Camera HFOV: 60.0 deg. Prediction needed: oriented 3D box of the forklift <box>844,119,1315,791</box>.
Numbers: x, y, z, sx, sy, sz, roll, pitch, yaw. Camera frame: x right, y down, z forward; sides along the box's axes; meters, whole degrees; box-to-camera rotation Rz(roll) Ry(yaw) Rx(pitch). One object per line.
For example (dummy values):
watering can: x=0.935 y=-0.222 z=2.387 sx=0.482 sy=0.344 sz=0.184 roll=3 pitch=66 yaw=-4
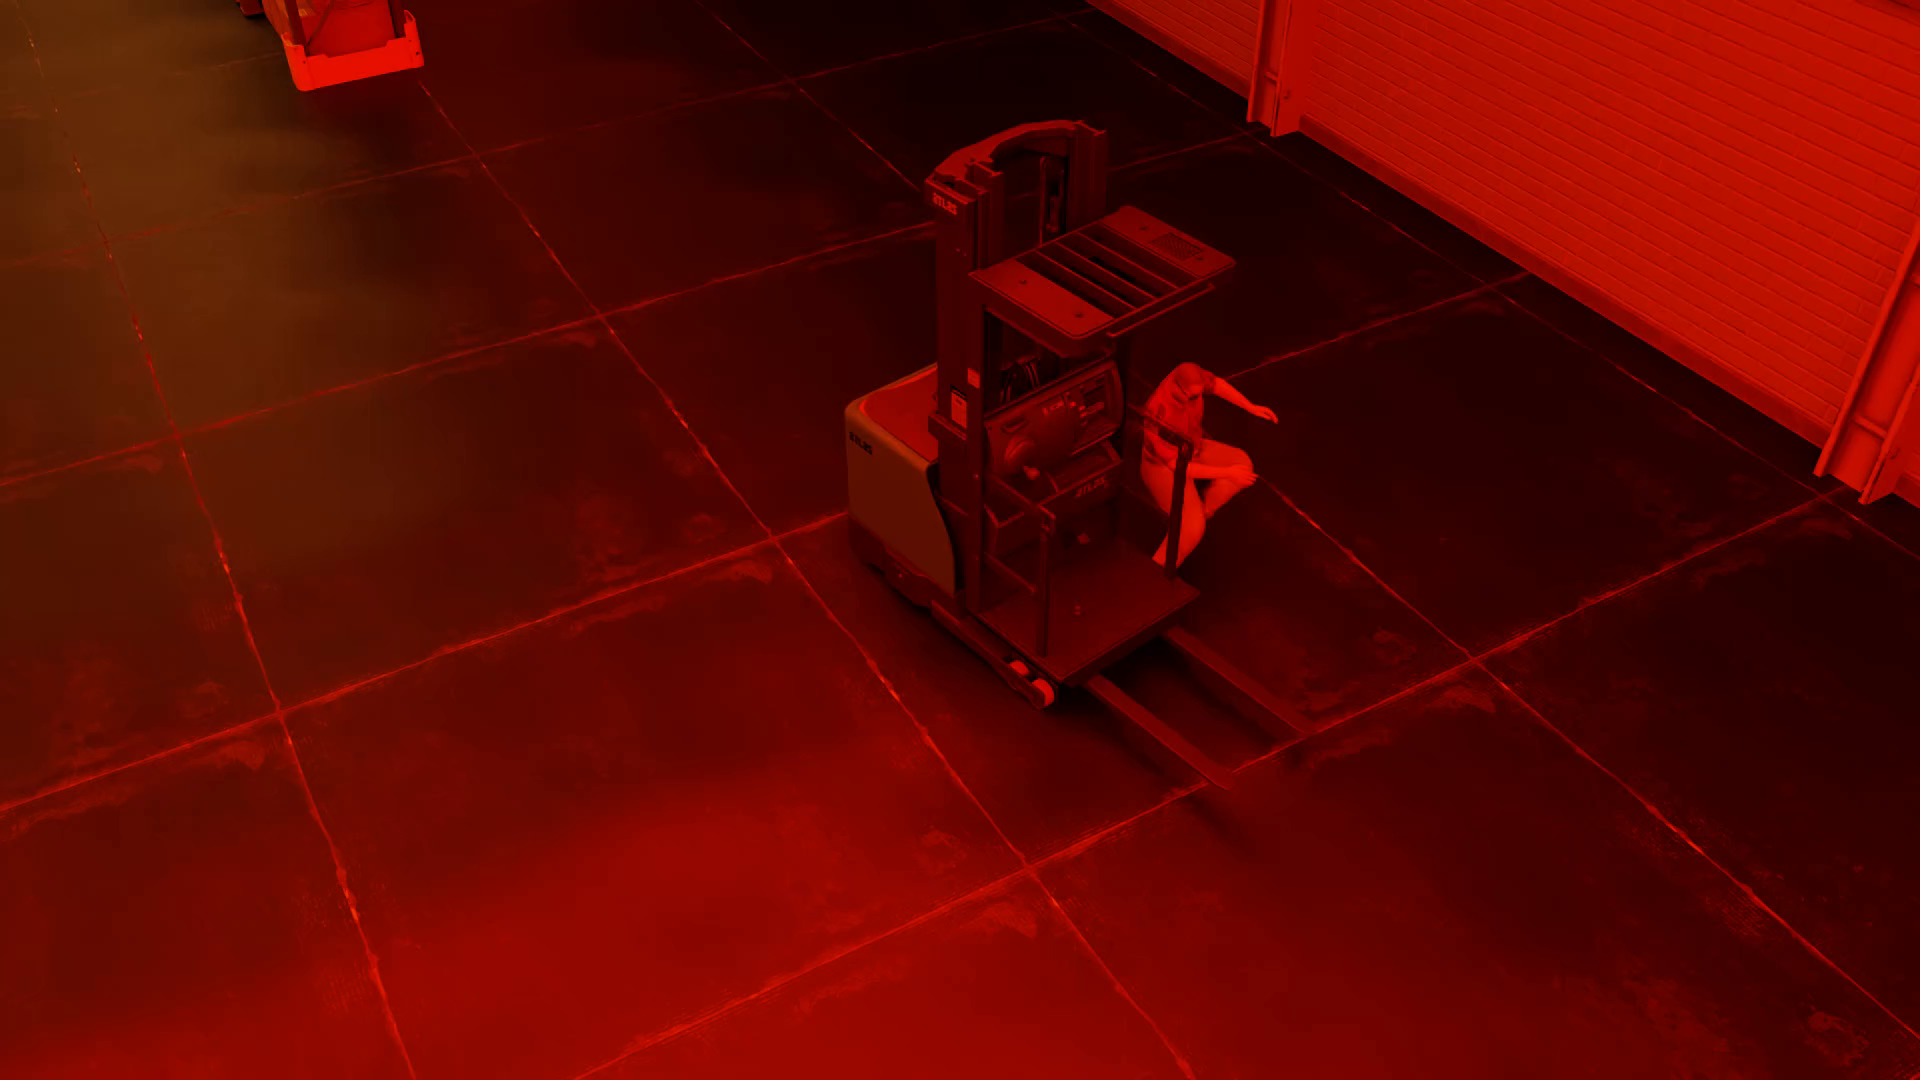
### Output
forklift: x=0.647 y=-0.560 z=8.712 sx=1.130 sy=2.935 sz=3.031 roll=-28 pitch=47 yaw=-30

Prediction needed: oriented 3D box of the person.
person: x=1.411 y=-0.402 z=9.625 sx=0.789 sy=1.460 sz=0.917 roll=25 pitch=46 yaw=27
